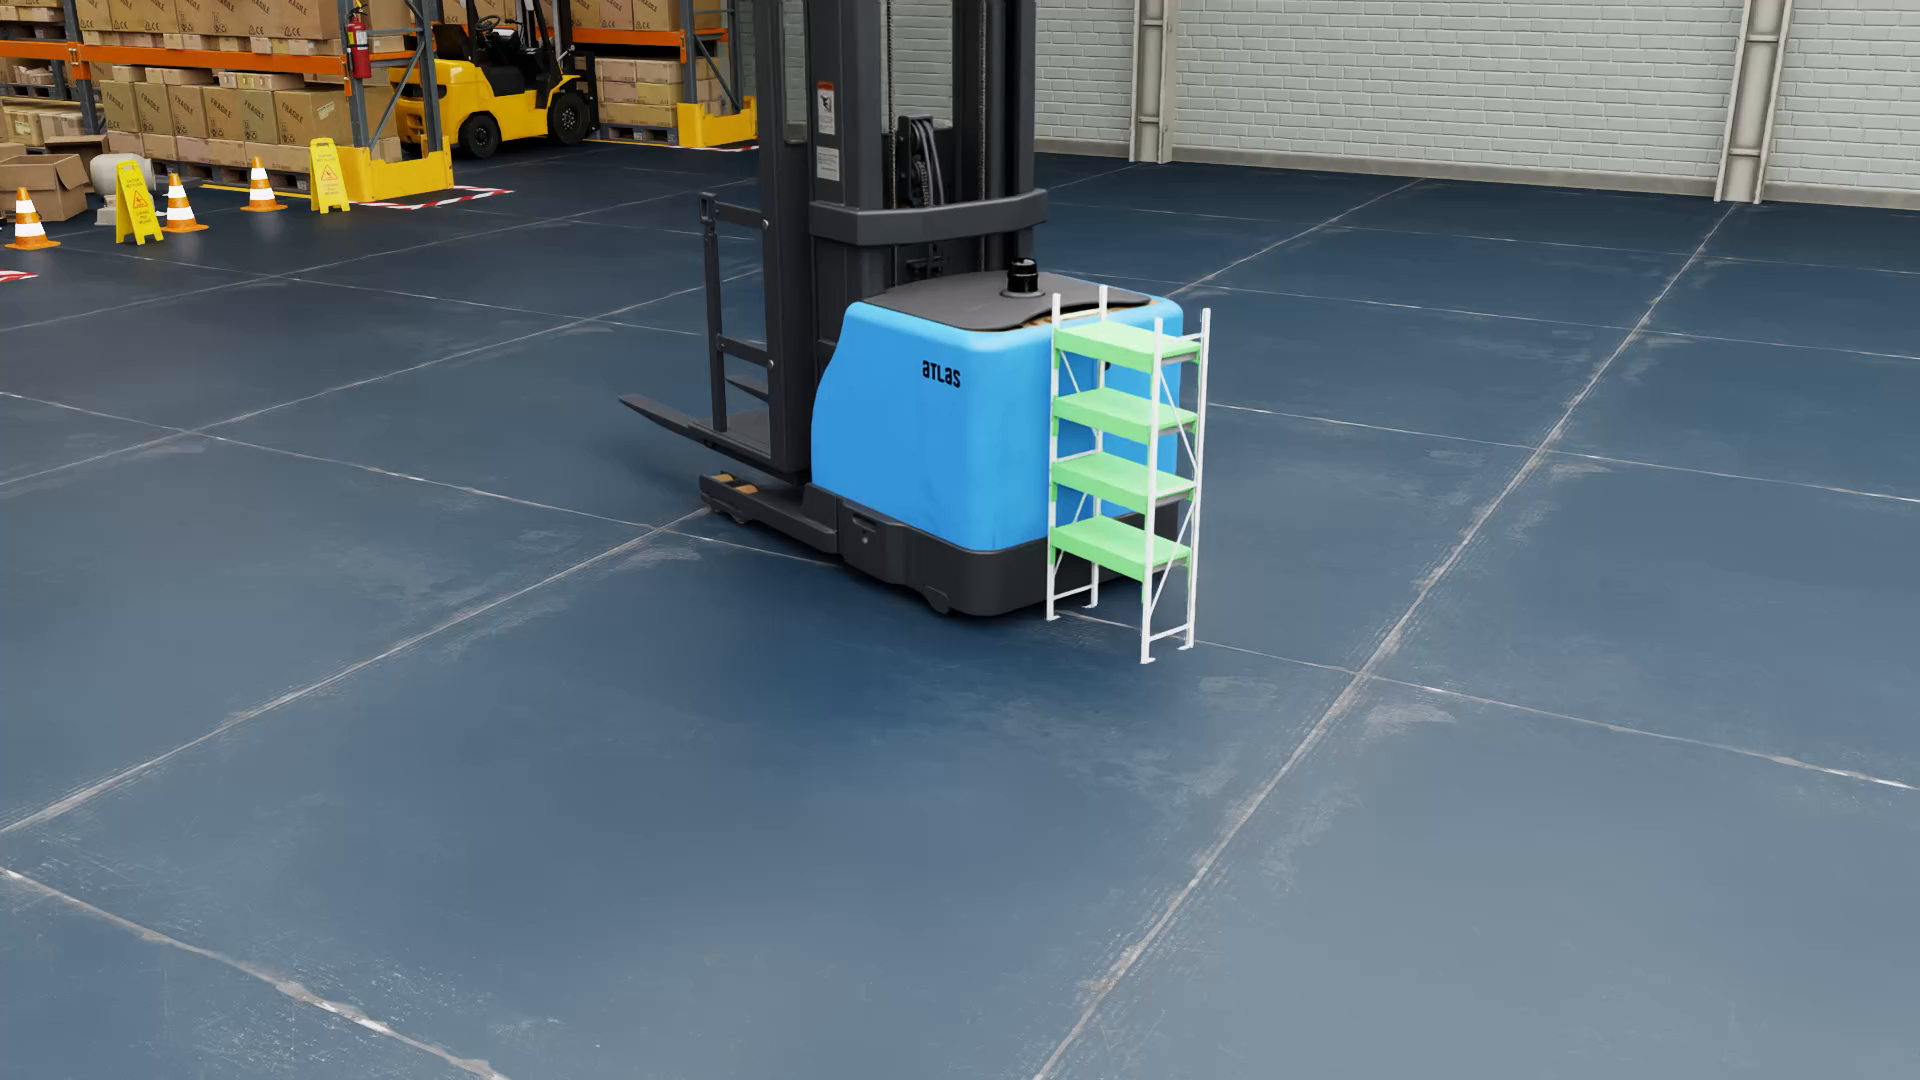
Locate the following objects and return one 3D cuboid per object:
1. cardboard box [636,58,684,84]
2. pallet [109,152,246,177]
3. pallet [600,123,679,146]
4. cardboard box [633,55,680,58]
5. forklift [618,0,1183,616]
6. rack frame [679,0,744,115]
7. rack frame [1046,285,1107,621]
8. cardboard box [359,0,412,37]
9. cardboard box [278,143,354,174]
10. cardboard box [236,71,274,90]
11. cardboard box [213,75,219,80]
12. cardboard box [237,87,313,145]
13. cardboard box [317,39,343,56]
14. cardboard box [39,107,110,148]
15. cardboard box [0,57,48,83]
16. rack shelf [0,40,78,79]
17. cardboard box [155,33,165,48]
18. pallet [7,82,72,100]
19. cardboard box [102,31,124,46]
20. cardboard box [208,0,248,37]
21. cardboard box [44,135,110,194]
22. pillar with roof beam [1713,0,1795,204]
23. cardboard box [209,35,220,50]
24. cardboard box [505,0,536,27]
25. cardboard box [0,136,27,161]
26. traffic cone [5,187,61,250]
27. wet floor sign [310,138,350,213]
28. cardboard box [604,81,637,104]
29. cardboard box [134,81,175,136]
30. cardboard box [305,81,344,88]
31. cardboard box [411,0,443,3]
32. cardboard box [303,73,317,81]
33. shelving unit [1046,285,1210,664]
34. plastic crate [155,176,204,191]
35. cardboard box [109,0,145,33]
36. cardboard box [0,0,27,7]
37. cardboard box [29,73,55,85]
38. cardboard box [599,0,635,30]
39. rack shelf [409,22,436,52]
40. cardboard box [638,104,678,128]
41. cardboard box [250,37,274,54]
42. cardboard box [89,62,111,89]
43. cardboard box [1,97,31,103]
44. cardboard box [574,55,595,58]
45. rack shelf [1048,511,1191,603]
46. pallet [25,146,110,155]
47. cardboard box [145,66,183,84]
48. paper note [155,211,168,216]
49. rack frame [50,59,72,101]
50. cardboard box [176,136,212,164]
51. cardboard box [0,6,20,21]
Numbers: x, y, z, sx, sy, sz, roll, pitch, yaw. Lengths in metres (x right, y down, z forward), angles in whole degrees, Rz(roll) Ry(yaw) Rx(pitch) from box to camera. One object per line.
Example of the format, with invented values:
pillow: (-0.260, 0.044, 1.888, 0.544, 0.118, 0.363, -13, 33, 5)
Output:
cardboard box: (-3.505, -5.594, 19.837, 0.500, 0.250, 0.500, 12, 23, 29)
pallet: (-8.257, -4.010, 17.610, 1.213, 0.211, 1.003, 11, 23, 27)
pallet: (-3.639, -5.039, 20.447, 1.213, 0.211, 1.003, 11, 23, 27)
cardboard box: (-3.716, -5.828, 20.484, 0.500, 0.250, 0.500, 11, 23, 27)
forklift: (-0.470, -1.539, 6.810, 1.130, 2.935, 3.031, -15, 25, -36)
rack frame: (-2.951, -6.235, 19.655, 0.127, 3.000, 1.000, 11, 23, 27)
rack frame: (0.413, -0.295, 5.920, 0.240, 1.200, 0.015, -15, 25, -36)
cardboard box: (-5.647, -5.105, 15.957, 0.500, 0.500, 0.500, 10, 22, 26)
cardboard box: (-6.226, -3.720, 16.138, 0.500, 0.250, 0.500, 11, 23, 27)
cardboard box: (-6.766, -4.458, 16.123, 0.250, 0.149, 0.380, 11, 23, 28)
cardboard box: (-7.768, -4.577, 17.400, 0.500, 0.500, 0.500, 11, 23, 28)
cardboard box: (-6.652, -4.155, 16.239, 0.500, 0.500, 0.500, 12, 23, 29)
cardboard box: (-5.799, -4.637, 15.618, 0.250, 0.149, 0.380, 12, 23, 29)
cardboard box: (-9.320, -4.471, 18.028, 0.625, 0.372, 0.950, 11, 23, 28)
cardboard box: (-14.798, -7.462, 26.087, 0.500, 0.500, 0.700, 10, 22, 25)
rack shelf: (-10.606, -5.416, 18.453, 4.000, 0.370, 1.077, 11, 23, 27)
cardboard box: (-7.802, -5.008, 16.640, 0.250, 0.149, 0.380, 11, 23, 27)
pallet: (-14.026, -7.034, 25.948, 1.213, 0.211, 1.003, 11, 23, 27)
cardboard box: (-8.496, -5.129, 16.975, 0.250, 0.149, 0.380, 12, 23, 29)
cardboard box: (-6.847, -5.121, 16.000, 0.500, 0.500, 0.500, 11, 23, 27)
cardboard box: (-8.589, -3.665, 16.231, 0.500, 0.500, 0.500, -7, 21, -20)
pillar with roof beam: (5.258, -6.162, 10.656, 0.400, 9.000, 9.100, 11, 23, 27)
cardboard box: (-7.124, -4.897, 16.335, 0.250, 0.149, 0.380, 11, 23, 27)
cardboard box: (-5.277, -6.630, 20.598, 0.500, 0.500, 0.500, 11, 22, 27)
cardboard box: (-8.957, -3.338, 15.132, 0.503, 0.637, 0.797, 11, 23, 27)
traffic cone: (-7.465, -2.585, 13.312, 0.334, 0.463, 0.336, 11, 23, 27)
wet floor sign: (-5.724, -3.300, 15.016, 0.267, 0.644, 0.232, -16, 26, -38)
cardboard box: (-3.961, -5.449, 20.172, 0.500, 0.250, 0.500, 11, 22, 27)
cardboard box: (-8.004, -4.415, 16.955, 0.500, 0.500, 0.500, 12, 23, 29)
cardboard box: (-6.417, -4.320, 16.692, 0.500, 0.500, 0.500, 10, 22, 25)
cardboard box: (-6.996, -7.070, 21.444, 0.500, 0.250, 0.500, 10, 22, 26)
cardboard box: (-8.823, -6.432, 23.066, 0.625, 0.625, 0.875, 12, 23, 29)
shelving unit: (0.566, -0.230, 5.741, 0.258, 1.200, 0.503, -15, 25, -36)
plastic crate: (-7.890, -3.544, 16.519, 0.583, 0.080, 0.402, 3, 20, 9)
cardboard box: (-8.163, -5.376, 16.704, 0.500, 0.500, 0.500, 11, 23, 27)
cardboard box: (-9.809, -5.897, 17.524, 0.500, 0.500, 0.500, 11, 23, 28)
cardboard box: (-14.057, -7.093, 25.585, 0.250, 0.149, 0.380, 10, 22, 26)
cardboard box: (-3.957, -6.375, 19.894, 0.500, 0.500, 0.500, 12, 23, 29)
rack shelf: (-8.189, -6.895, 22.528, 4.000, 0.370, 1.077, 11, 23, 27)
cardboard box: (-3.515, -5.124, 20.008, 0.500, 0.250, 0.500, 11, 23, 28)
cardboard box: (-6.527, -4.729, 15.872, 0.250, 0.149, 0.380, 11, 23, 28)
cardboard box: (-12.645, -7.020, 24.869, 0.500, 0.500, 0.500, 10, 22, 27)
cardboard box: (-11.216, -4.832, 19.025, 0.625, 0.372, 0.950, 10, 22, 26)
cardboard box: (-4.838, -5.844, 20.528, 0.500, 0.250, 0.500, 10, 22, 26)
rack shelf: (0.566, 0.055, 5.844, 0.258, 0.148, 0.480, -15, 25, -36)
pallet: (-9.541, -4.240, 18.245, 1.213, 0.211, 1.003, 11, 23, 27)
cardboard box: (-7.948, -4.682, 16.739, 0.250, 0.149, 0.380, 12, 23, 29)
paper note: (-7.164, -2.926, 14.886, 0.142, 0.019, 0.148, 3, 20, 9)
rack frame: (-13.427, -8.231, 25.156, 0.127, 3.000, 1.000, 11, 23, 27)
cardboard box: (-7.541, -3.975, 16.842, 0.500, 0.250, 0.500, 10, 22, 27)
cardboard box: (-9.908, -5.586, 17.618, 0.250, 0.149, 0.380, 10, 22, 26)
